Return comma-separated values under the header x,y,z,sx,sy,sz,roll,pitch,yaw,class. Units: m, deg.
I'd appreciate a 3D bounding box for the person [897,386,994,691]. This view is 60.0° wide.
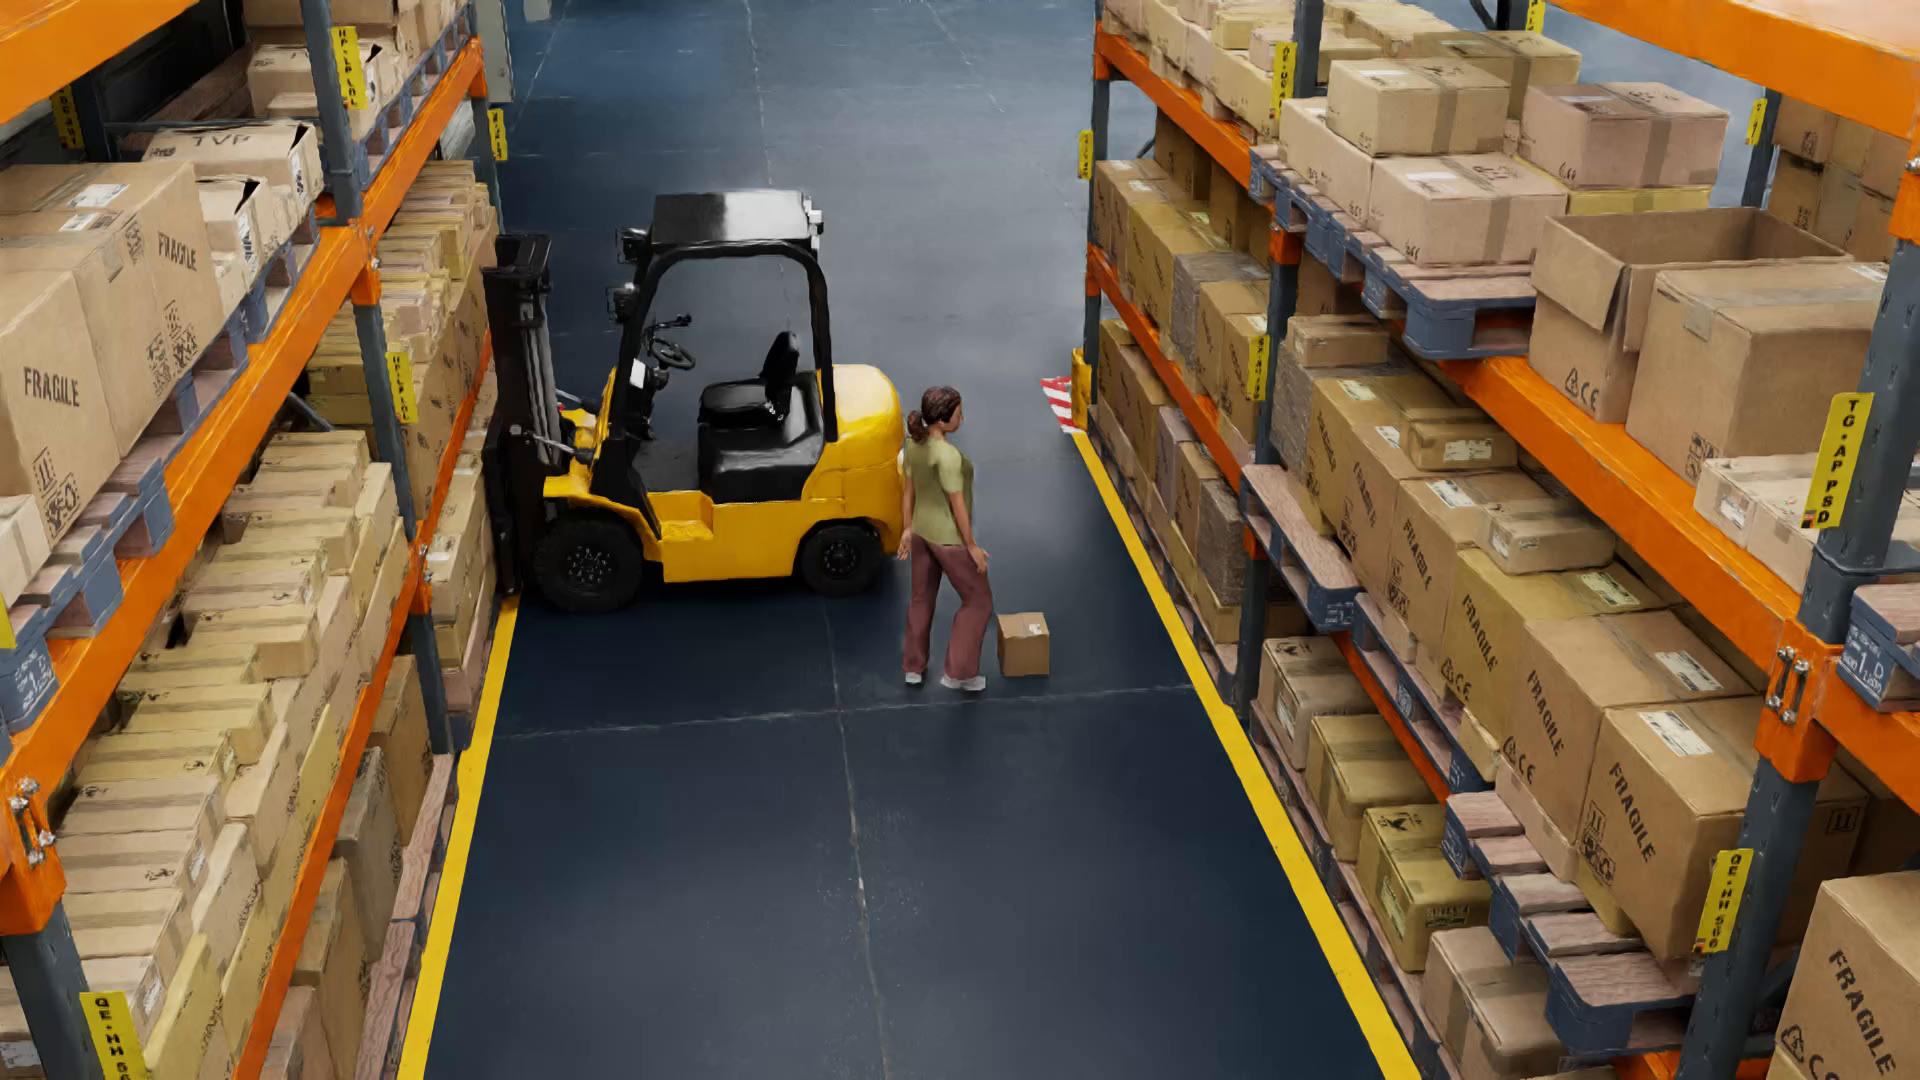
x,y,z,sx,sy,sz,roll,pitch,yaw,class
-0.087,0.129,8.595,0.378,1.448,0.562,-21,34,-35,person
